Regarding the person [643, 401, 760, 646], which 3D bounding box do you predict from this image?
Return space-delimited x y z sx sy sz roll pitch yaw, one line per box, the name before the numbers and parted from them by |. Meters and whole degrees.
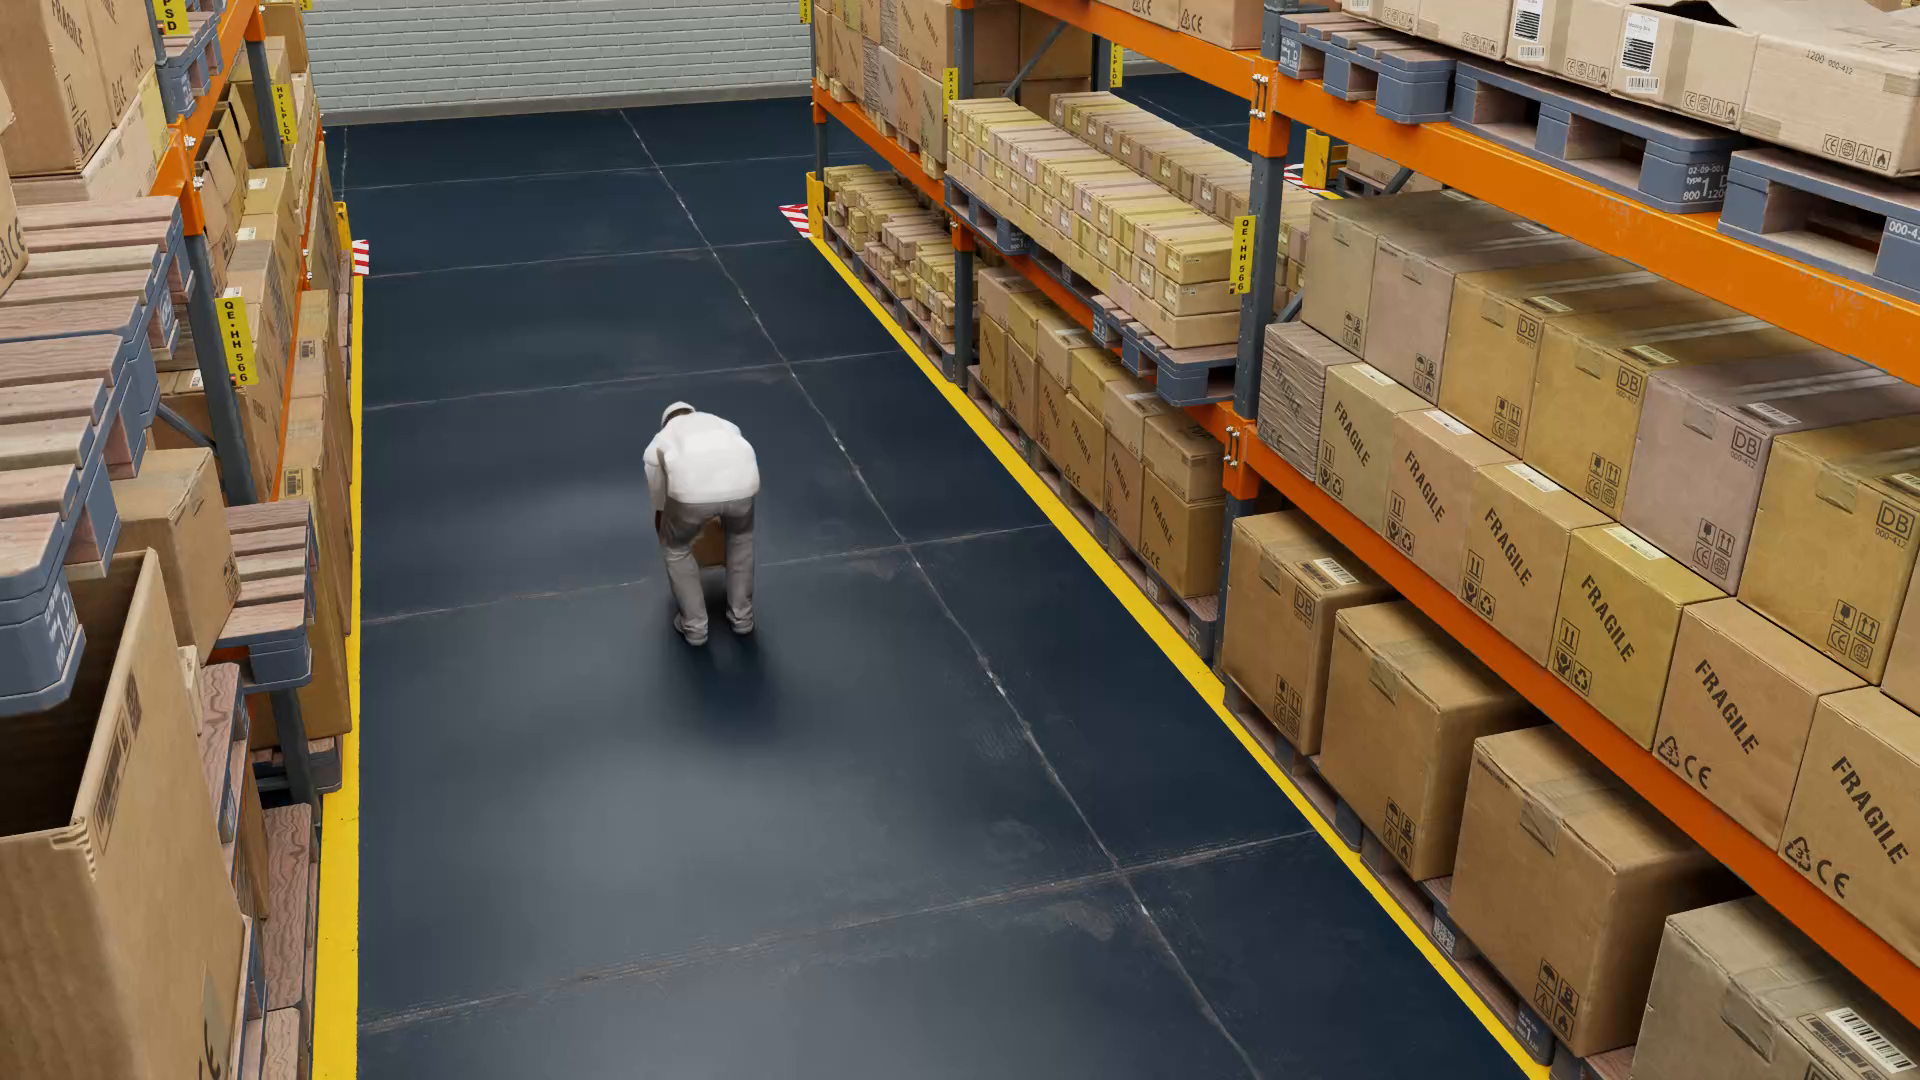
person | -1.268 -0.119 8.132 0.483 1.053 0.982 -9 28 -18
